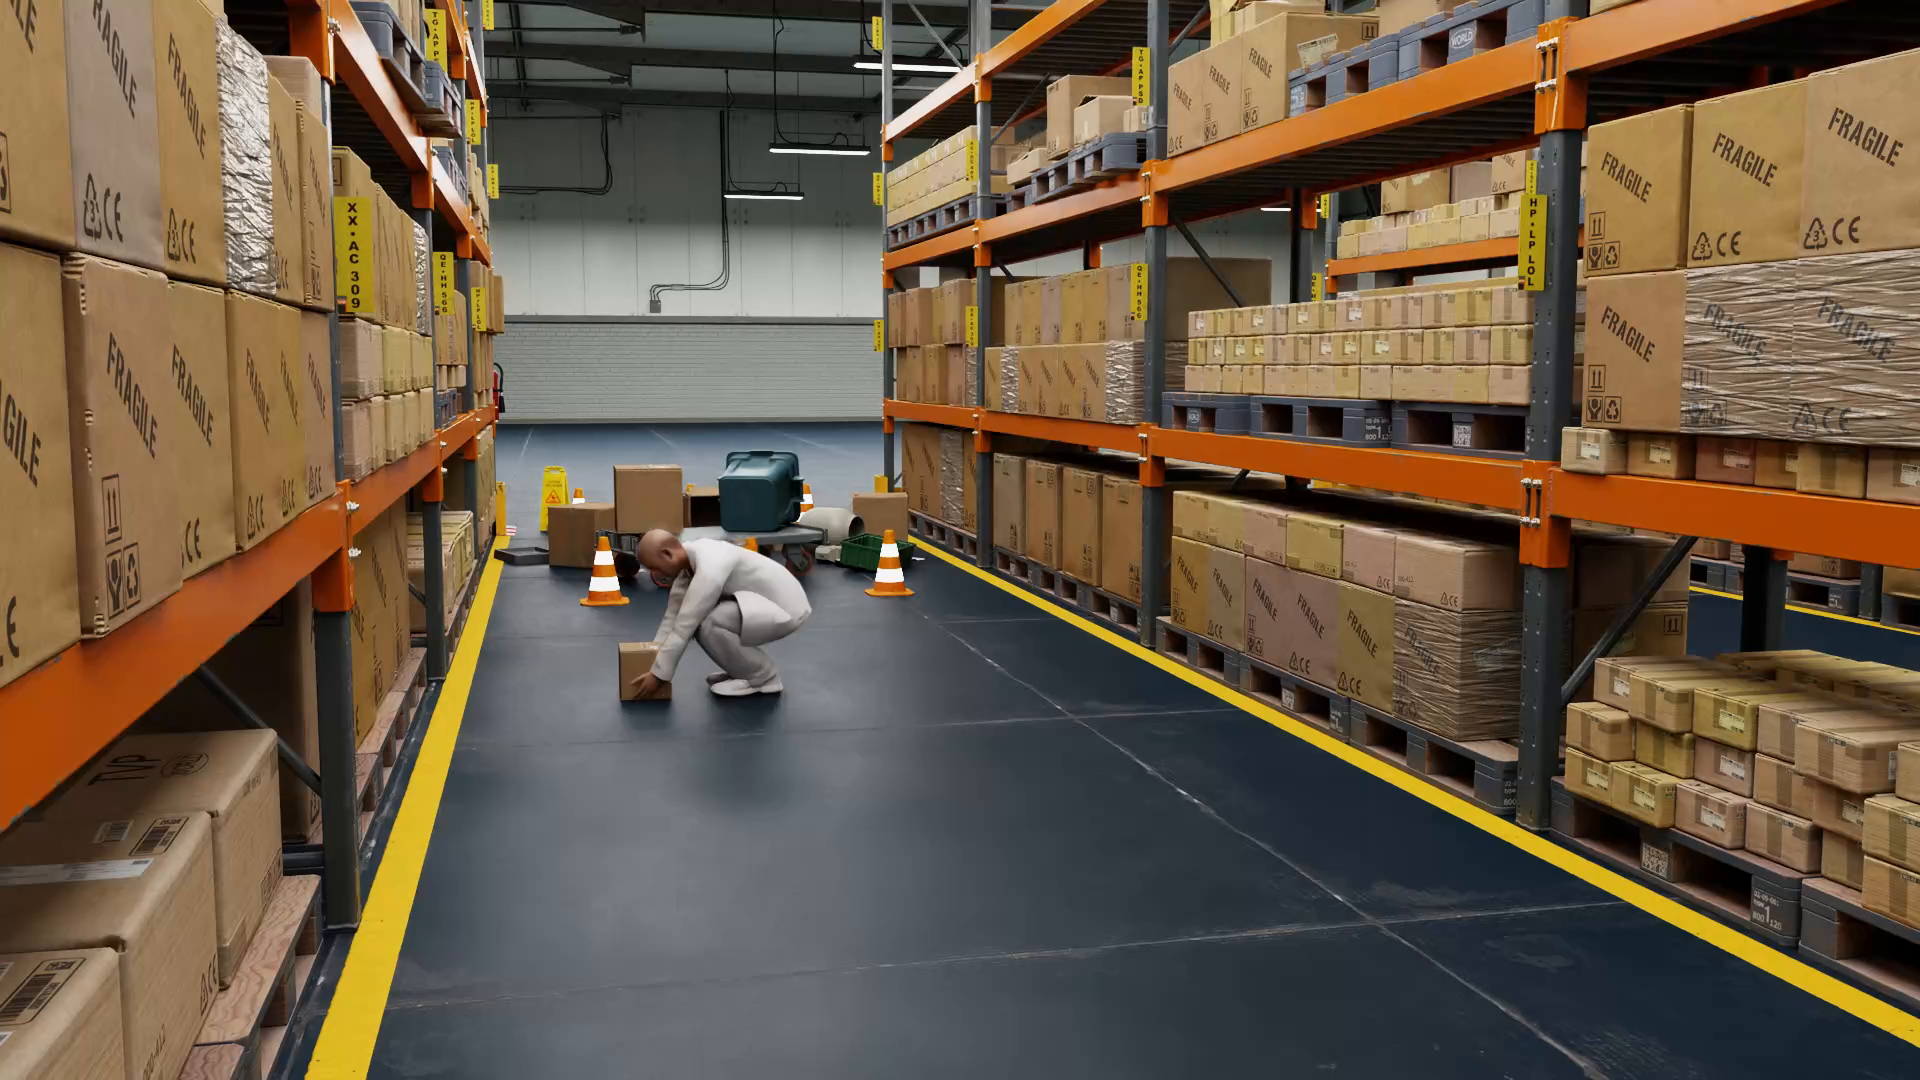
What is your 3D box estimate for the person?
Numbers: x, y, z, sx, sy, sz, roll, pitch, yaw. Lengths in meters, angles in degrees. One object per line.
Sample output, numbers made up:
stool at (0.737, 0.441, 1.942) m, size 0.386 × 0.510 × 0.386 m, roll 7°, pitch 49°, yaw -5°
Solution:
person at (-1.221, 0.369, 8.449) m, size 0.935 × 0.878 × 0.587 m, roll -1°, pitch 6°, yaw -14°
